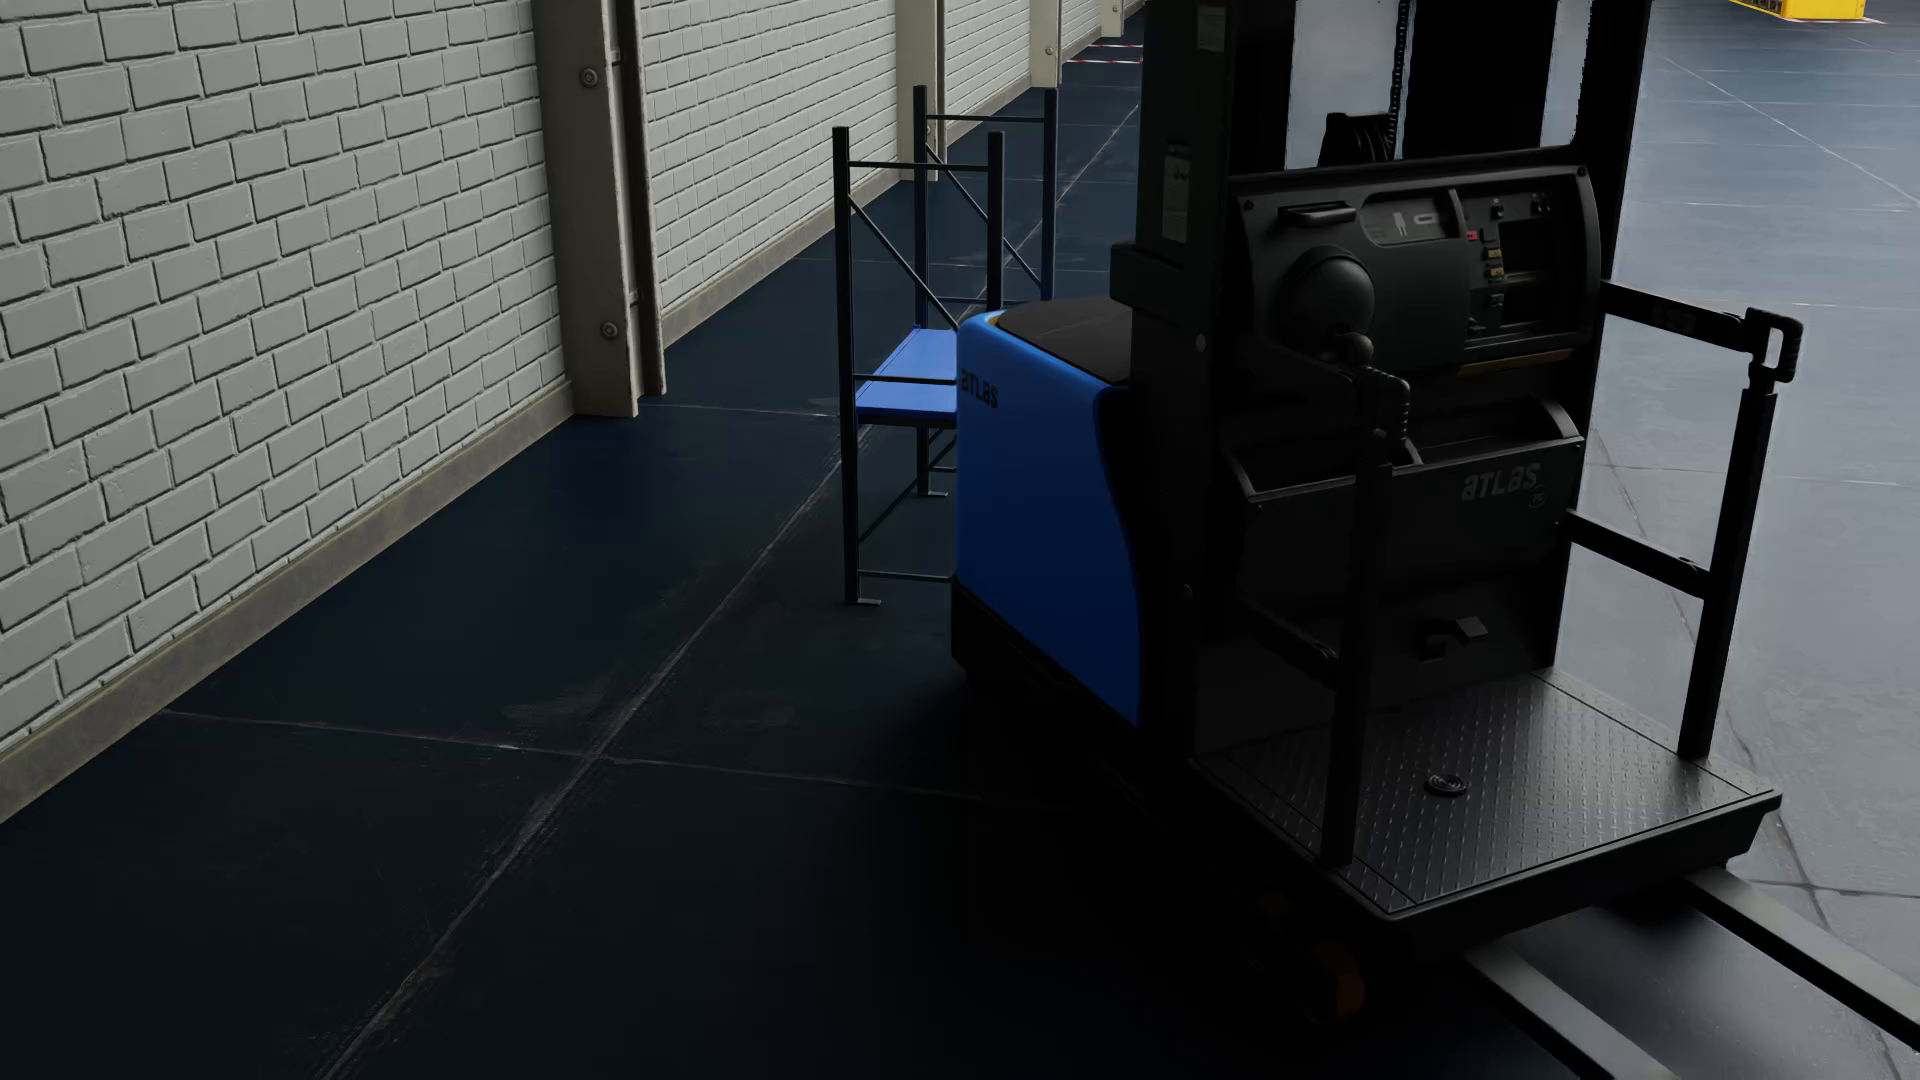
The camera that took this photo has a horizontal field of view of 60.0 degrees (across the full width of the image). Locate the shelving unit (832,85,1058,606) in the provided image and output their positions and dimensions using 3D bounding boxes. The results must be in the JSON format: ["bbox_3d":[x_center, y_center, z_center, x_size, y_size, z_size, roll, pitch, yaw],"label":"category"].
[{"bbox_3d":[-0.017,-0.665,5.496,0.538,1.500,1.048,4,22,11],"label":"shelving unit"}]

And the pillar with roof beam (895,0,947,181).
[{"bbox_3d":[3.922,-6.653,10.326,9.100,9.000,0.400,4,22,11],"label":"pillar with roof beam"}]

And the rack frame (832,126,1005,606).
[{"bbox_3d":[-0.121,-0.479,5.034,0.500,1.500,0.032,4,22,11],"label":"rack frame"}]

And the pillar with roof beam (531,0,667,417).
[{"bbox_3d":[2.697,-4.458,4.878,9.100,9.000,0.400,4,22,11],"label":"pillar with roof beam"}]

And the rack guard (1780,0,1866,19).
[{"bbox_3d":[13.752,-8.576,26.478,1.175,0.500,0.348,4,22,11],"label":"rack guard"}]

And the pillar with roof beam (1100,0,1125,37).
[{"bbox_3d":[6.370,-11.041,21.223,9.100,9.000,0.400,4,22,11],"label":"pillar with roof beam"}]

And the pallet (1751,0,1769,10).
[{"bbox_3d":[14.174,-9.183,28.373,1.003,0.211,1.213,4,22,11],"label":"pallet"}]

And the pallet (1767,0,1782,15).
[{"bbox_3d":[13.923,-8.738,27.268,1.003,0.211,1.213,4,22,11],"label":"pallet"}]

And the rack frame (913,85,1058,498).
[{"bbox_3d":[0.086,-0.850,5.958,0.500,1.500,0.032,4,22,11],"label":"rack frame"}]

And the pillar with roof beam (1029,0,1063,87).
[{"bbox_3d":[5.146,-8.847,15.775,9.100,9.000,0.400,4,22,11],"label":"pillar with roof beam"}]

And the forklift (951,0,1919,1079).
[{"bbox_3d":[1.075,-0.559,3.318,1.130,2.935,3.031,-10,24,-24],"label":"forklift"}]

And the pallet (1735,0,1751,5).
[{"bbox_3d":[14.421,-9.631,29.484,1.003,0.211,1.213,4,22,11],"label":"pallet"}]

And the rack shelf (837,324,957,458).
[{"bbox_3d":[-0.017,-0.498,5.563,0.538,0.185,1.000,4,22,11],"label":"rack shelf"}]
